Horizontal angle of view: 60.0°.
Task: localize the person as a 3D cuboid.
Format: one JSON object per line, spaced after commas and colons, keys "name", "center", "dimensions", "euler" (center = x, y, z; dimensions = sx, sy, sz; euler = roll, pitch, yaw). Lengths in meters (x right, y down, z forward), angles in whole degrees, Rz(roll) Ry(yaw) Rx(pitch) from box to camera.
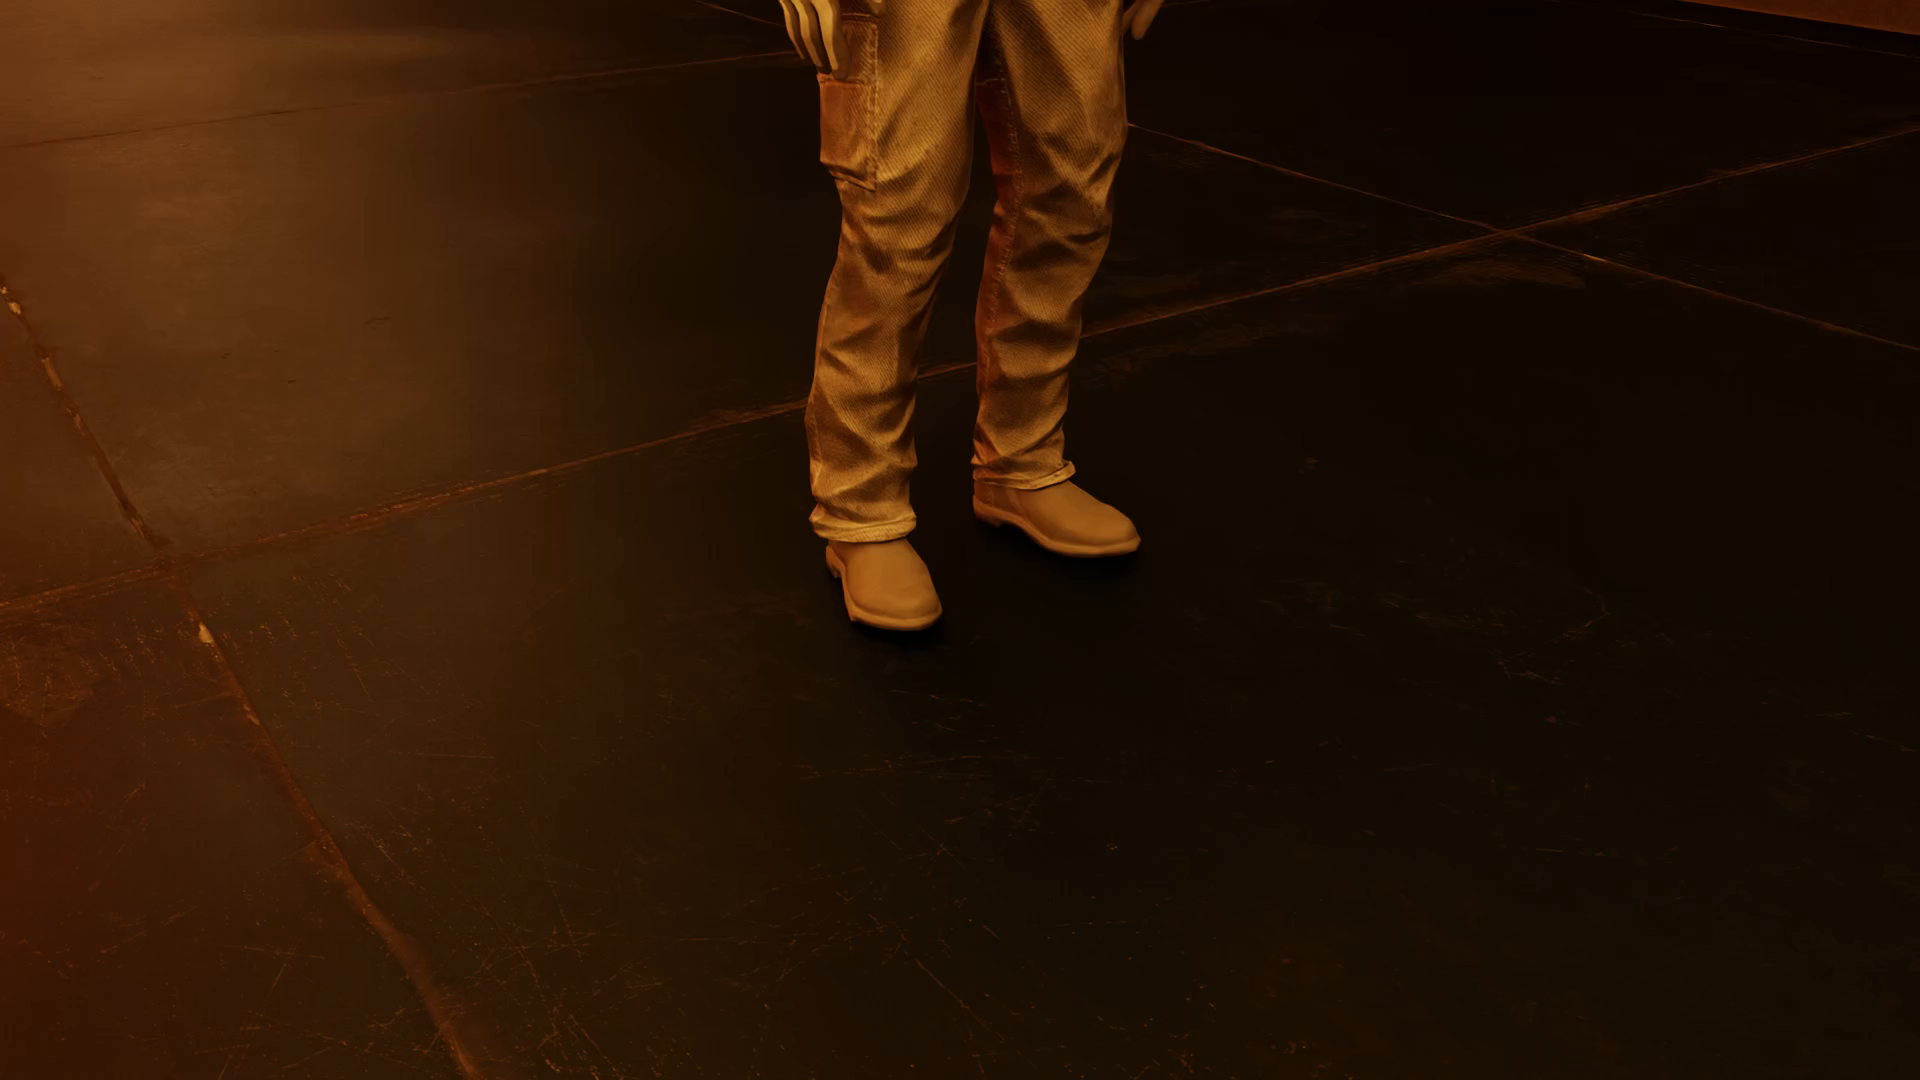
{"name": "person", "center": [0.027, -0.779, 2.079], "dimensions": [0.617, 1.773, 0.449], "euler": [-19, 32, -32]}
